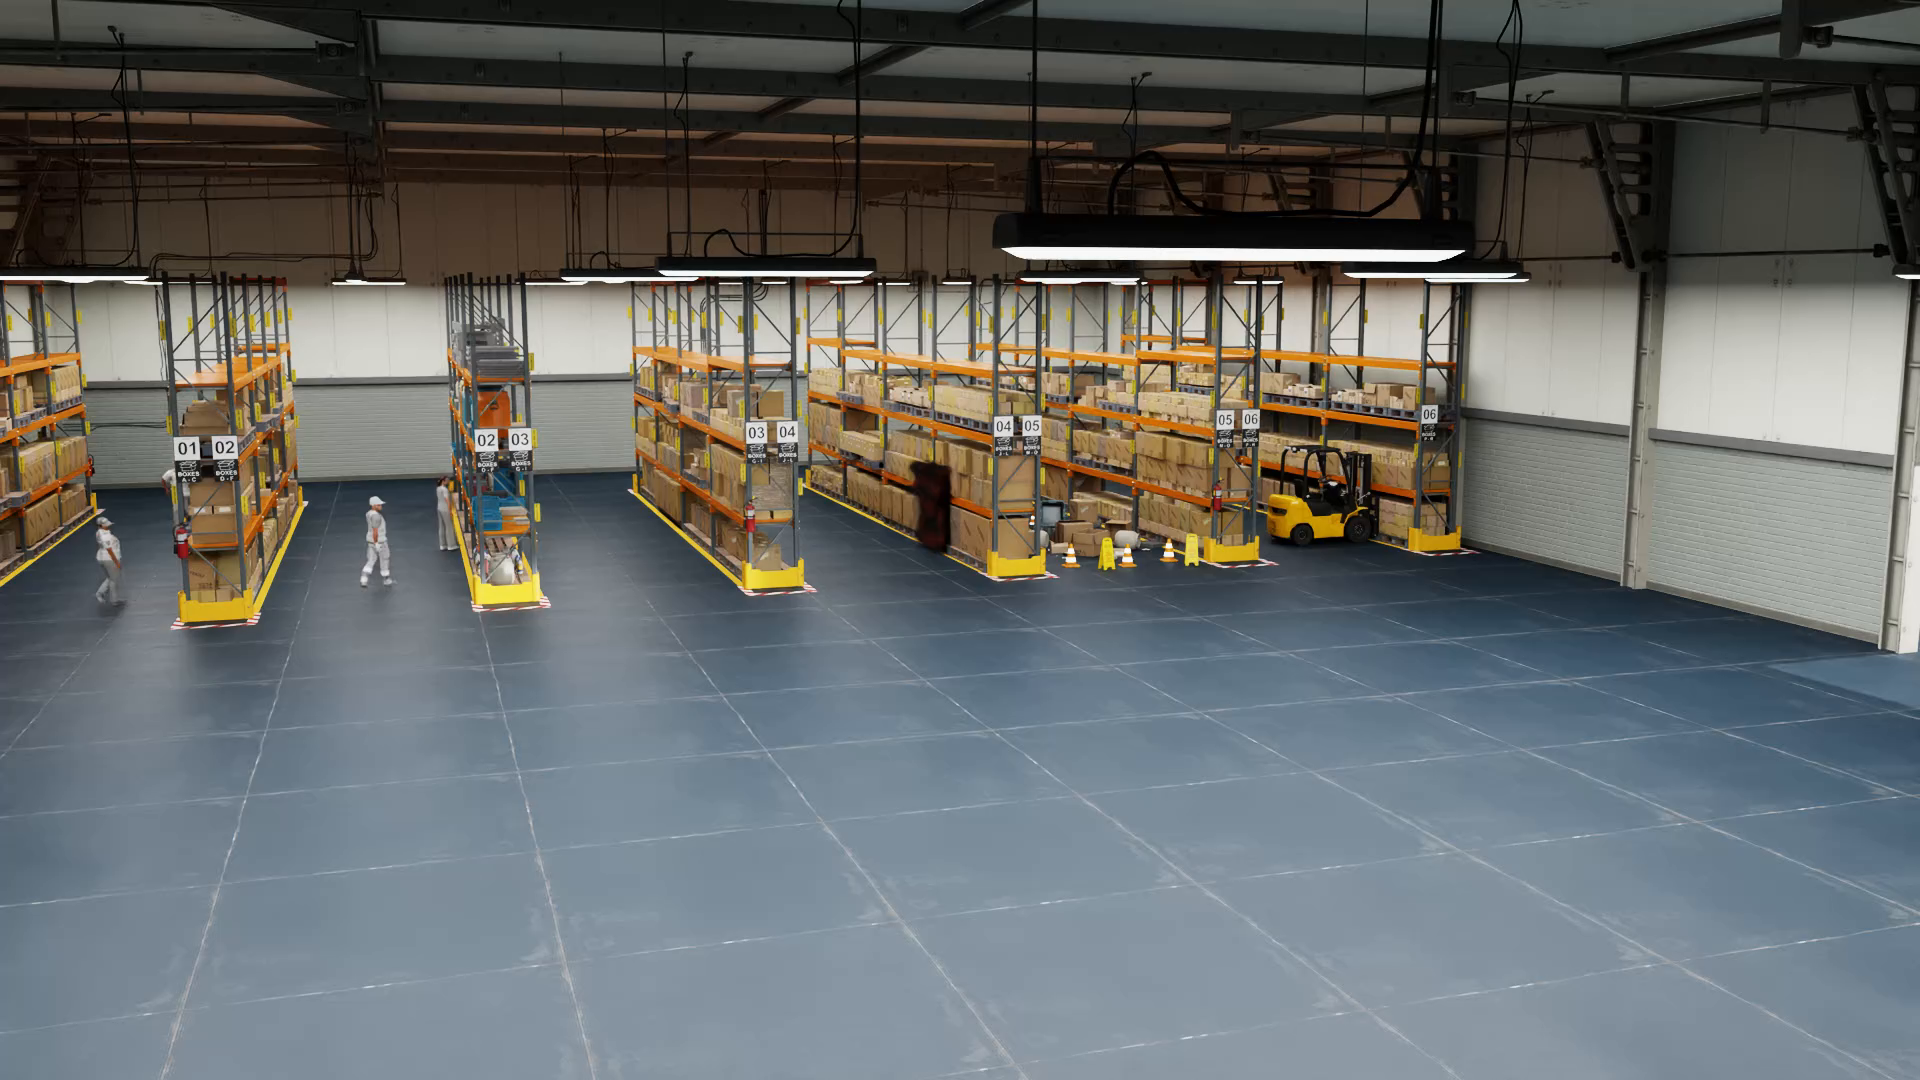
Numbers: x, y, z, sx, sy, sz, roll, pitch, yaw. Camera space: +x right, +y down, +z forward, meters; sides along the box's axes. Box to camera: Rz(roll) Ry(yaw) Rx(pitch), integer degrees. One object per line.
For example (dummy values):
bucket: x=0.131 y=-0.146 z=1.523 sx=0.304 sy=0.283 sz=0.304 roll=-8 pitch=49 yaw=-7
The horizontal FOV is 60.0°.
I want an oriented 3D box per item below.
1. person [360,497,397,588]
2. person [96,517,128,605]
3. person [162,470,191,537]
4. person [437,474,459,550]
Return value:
person: x=-11.202 y=0.048 z=31.939 sx=0.511 sy=1.789 sz=0.778 roll=6 pitch=10 yaw=33
person: x=-15.373 y=0.377 z=30.115 sx=0.518 sy=1.635 sz=0.500 roll=8 pitch=12 yaw=42
person: x=-18.293 y=-1.009 z=38.978 sx=0.729 sy=1.799 sz=0.847 roll=-3 pitch=9 yaw=-17
person: x=-11.277 y=-0.624 z=36.579 sx=0.415 sy=1.673 sz=0.490 roll=-8 pitch=12 yaw=-42
